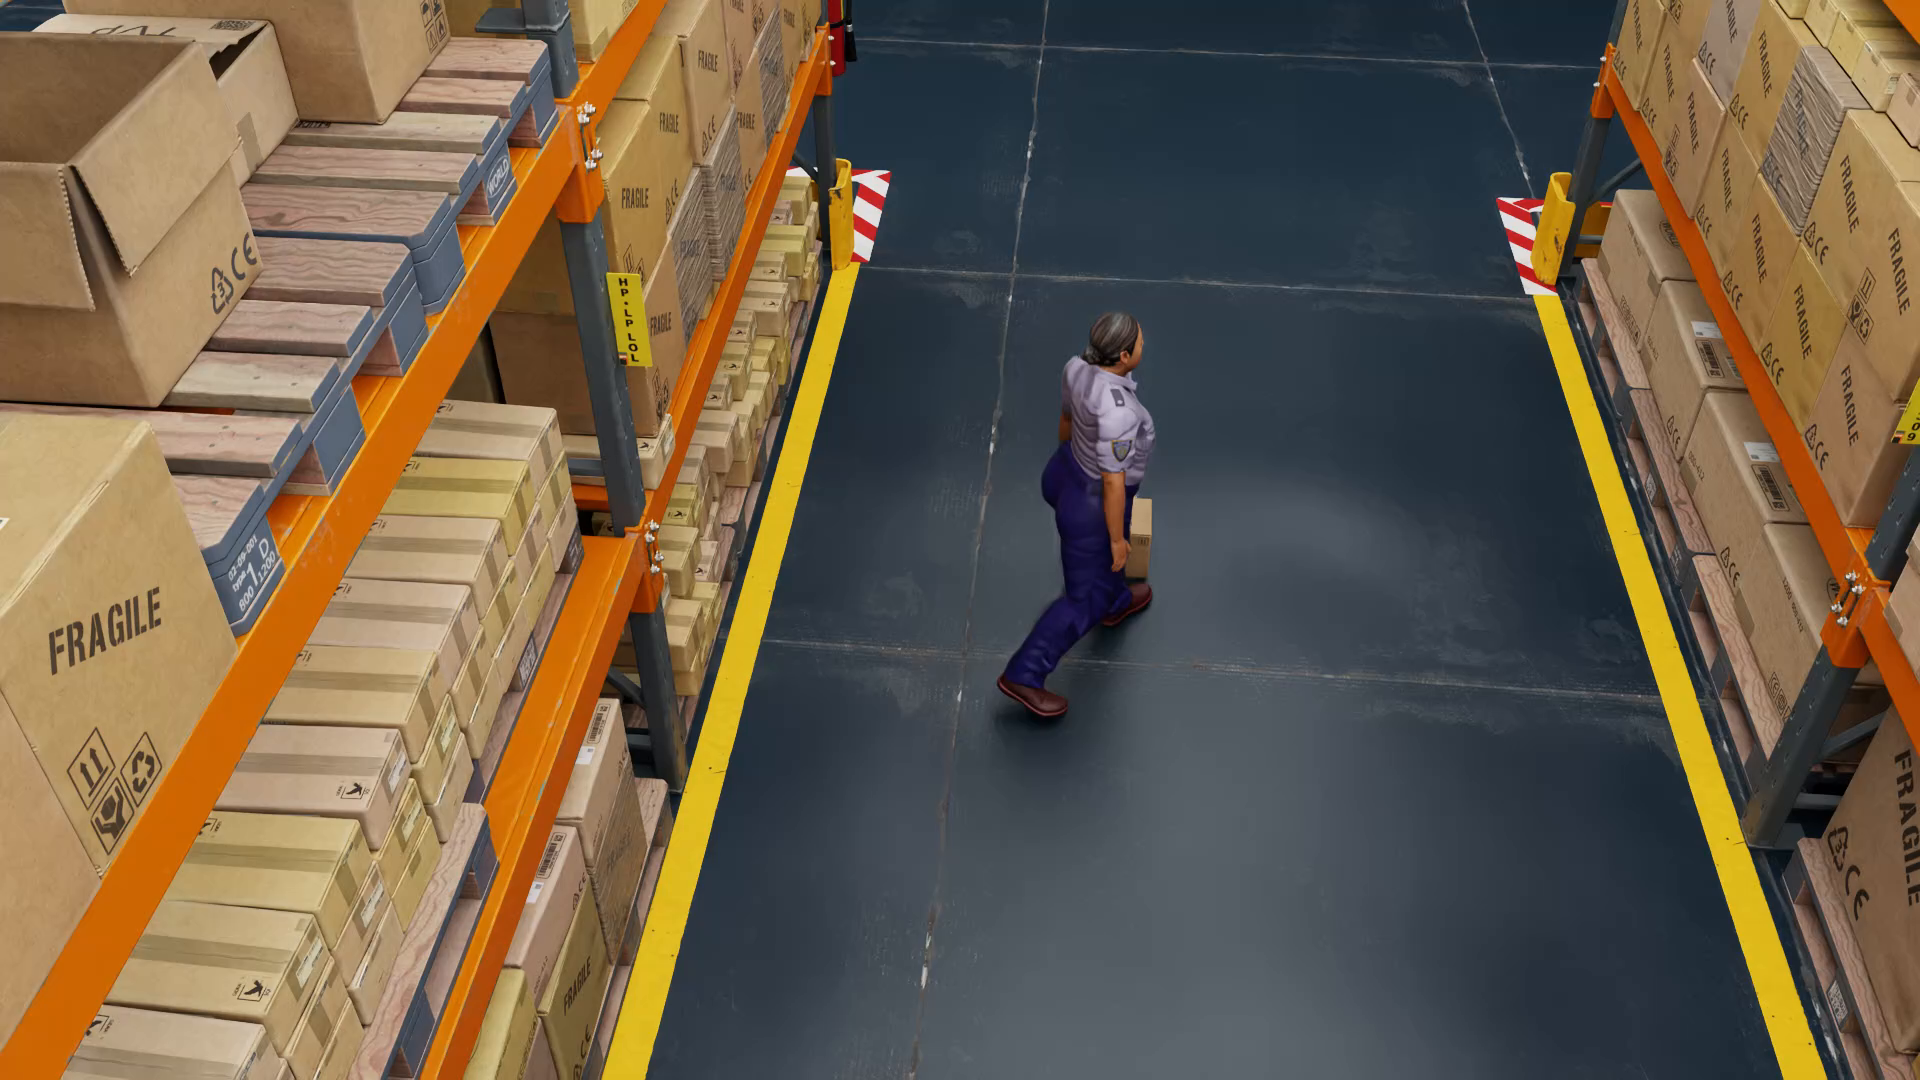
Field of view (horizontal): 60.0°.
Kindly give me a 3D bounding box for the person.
[{"bbox_3d":[0.494,-0.145,6.341,0.859,1.610,0.659,-13,42,-15],"label":"person"}]
